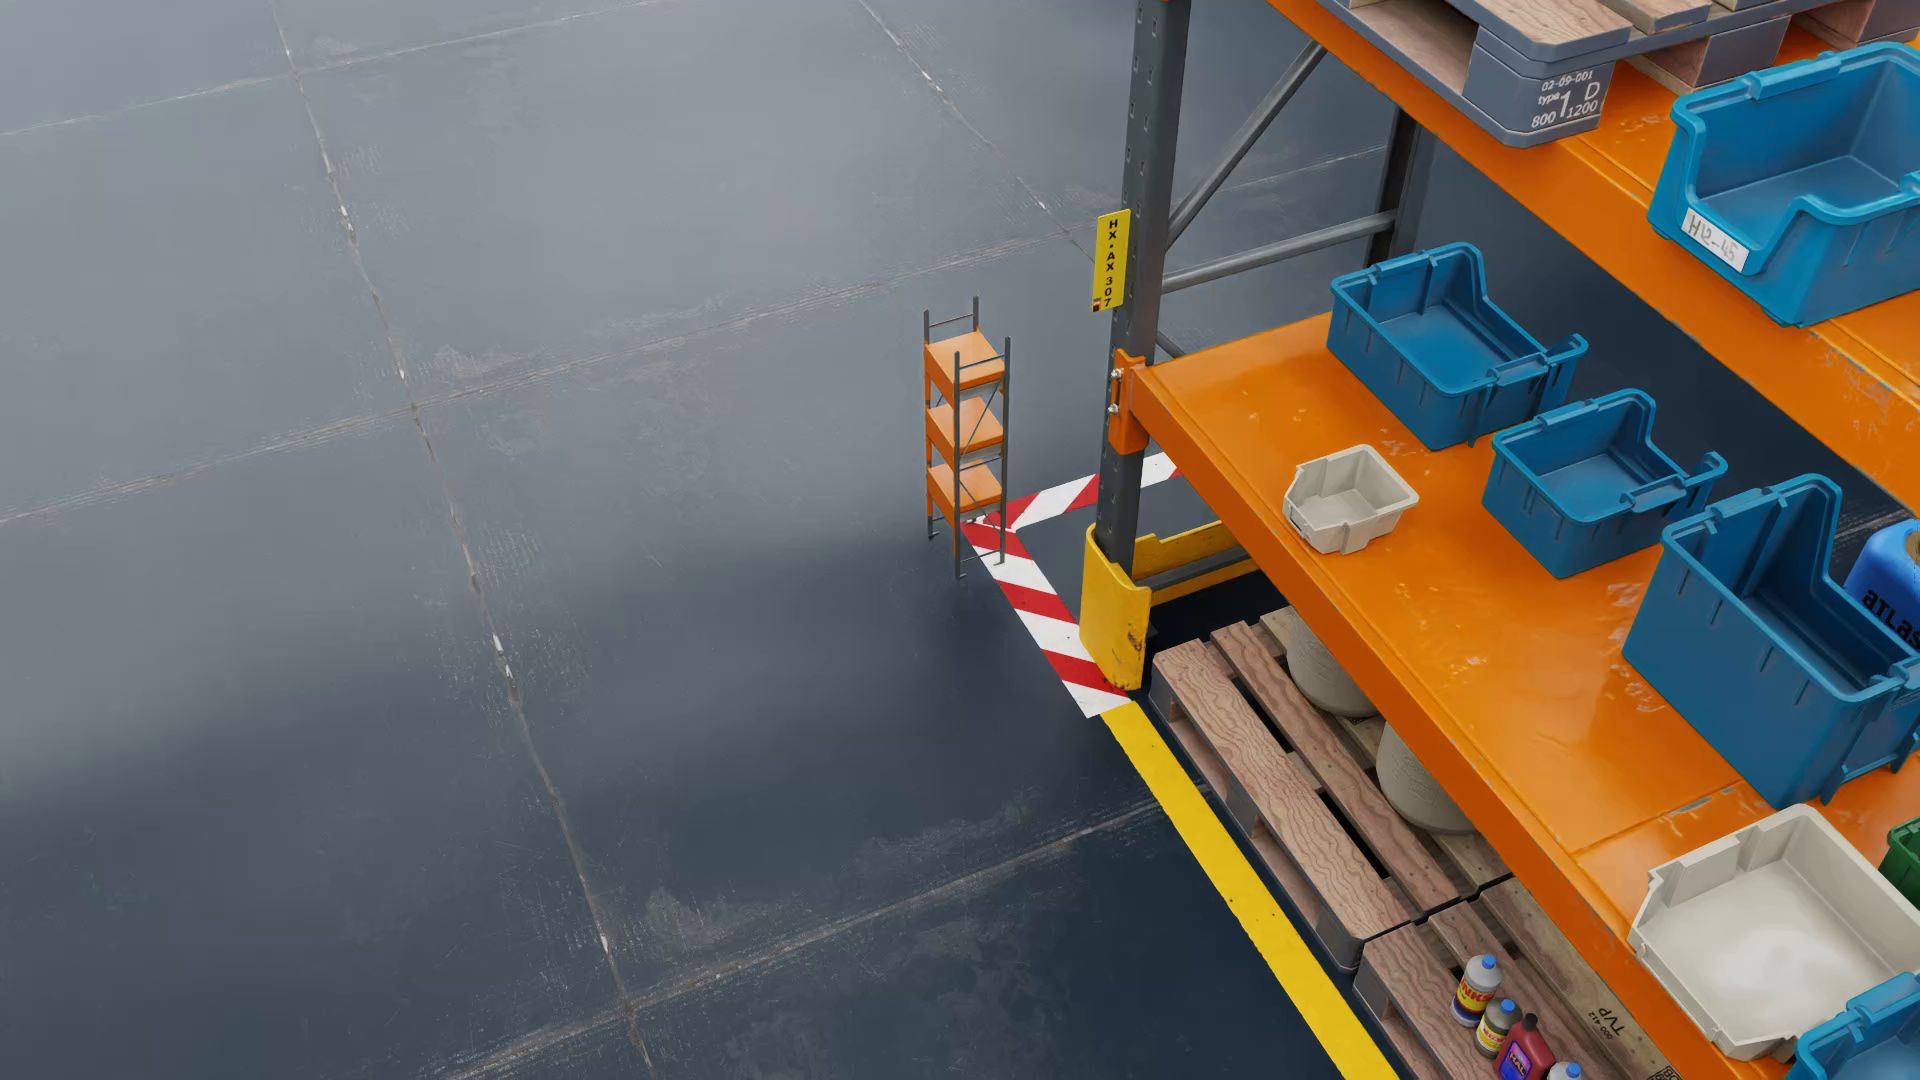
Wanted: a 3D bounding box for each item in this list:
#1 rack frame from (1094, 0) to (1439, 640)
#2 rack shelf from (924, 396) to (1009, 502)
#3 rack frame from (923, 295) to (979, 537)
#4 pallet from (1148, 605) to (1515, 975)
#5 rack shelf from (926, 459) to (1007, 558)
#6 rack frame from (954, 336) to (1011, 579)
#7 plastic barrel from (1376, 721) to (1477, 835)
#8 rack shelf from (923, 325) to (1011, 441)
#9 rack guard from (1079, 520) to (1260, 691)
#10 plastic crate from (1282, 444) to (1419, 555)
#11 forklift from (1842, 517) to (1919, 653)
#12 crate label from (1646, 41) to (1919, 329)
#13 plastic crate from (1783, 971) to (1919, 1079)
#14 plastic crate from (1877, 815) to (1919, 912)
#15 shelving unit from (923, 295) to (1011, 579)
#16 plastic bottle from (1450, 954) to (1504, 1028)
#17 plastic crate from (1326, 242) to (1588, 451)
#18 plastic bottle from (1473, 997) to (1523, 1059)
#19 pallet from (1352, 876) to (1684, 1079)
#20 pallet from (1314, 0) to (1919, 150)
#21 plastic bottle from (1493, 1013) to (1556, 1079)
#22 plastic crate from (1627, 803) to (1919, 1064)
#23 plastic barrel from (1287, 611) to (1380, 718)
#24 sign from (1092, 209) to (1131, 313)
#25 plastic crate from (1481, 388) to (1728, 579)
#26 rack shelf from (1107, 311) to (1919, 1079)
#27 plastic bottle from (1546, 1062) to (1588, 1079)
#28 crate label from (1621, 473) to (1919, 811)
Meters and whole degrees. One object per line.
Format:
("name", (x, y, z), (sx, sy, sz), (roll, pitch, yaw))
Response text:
("rack frame", (0.929, -0.850, 4.976), (1.000, 3.000, 0.127), (-18, 47, -17))
("rack shelf", (0.022, -0.332, 5.854), (0.215, 0.259, 0.240), (-18, 47, -17))
("rack frame", (-0.029, -0.417, 5.925), (0.200, 1.050, 0.008), (-18, 47, -17))
("pallet", (1.340, 0.696, 5.394), (1.003, 0.211, 1.213), (-18, 47, -17))
("rack shelf", (0.022, -0.134, 6.049), (0.215, 0.259, 0.240), (-18, 47, -17))
("rack frame", (0.073, -0.262, 5.768), (0.200, 1.050, 0.008), (-18, 47, -17))
("plastic barrel", (1.486, 0.602, 4.977), (0.421, 0.512, 0.421), (0, 45, 0))
("rack shelf", (0.022, -0.534, 5.655), (0.215, 0.259, 0.240), (-18, 47, -17))
("rack guard", (1.003, 0.074, 5.819), (1.175, 0.500, 0.348), (-18, 47, -17))
("plastic crate", (1.013, -0.091, 4.394), (0.298, 0.136, 0.250), (-18, 47, -17))
("forklift", (3.628, 0.520, 3.636), (1.130, 2.935, 3.031), (-17, 47, -17))
("crate label", (1.416, -0.575, 2.667), (0.502, 0.251, 0.408), (-18, 47, -17))
("plastic crate", (1.899, 1.127, 3.078), (0.499, 0.251, 0.616), (-18, 47, -17))
("plastic crate", (2.296, 0.826, 3.428), (0.450, 0.188, 0.662), (-18, 47, -17))
("shelving unit", (0.022, -0.340, 5.847), (0.215, 1.050, 0.252), (-18, 47, -17))
("plastic bottle", (1.408, 1.212, 4.516), (0.097, 0.271, 0.097), (0, 45, 0))
("plastic crate", (1.411, -0.567, 4.795), (0.499, 0.251, 0.616), (-18, 47, -17))
("plastic bottle", (1.452, 1.303, 4.473), (0.097, 0.201, 0.097), (0, 45, 0))
("pallet", (1.849, 1.472, 4.607), (1.003, 0.211, 1.213), (-18, 47, -17))
("pallet", (1.188, -1.295, 3.425), (1.003, 0.211, 1.213), (-18, 47, -17))
("plastic bottle", (1.487, 1.357, 4.360), (0.061, 0.283, 0.133), (-17, 47, -17))
("plastic crate", (1.698, 0.833, 3.458), (0.530, 0.136, 0.437), (-18, 47, -17))
("plastic barrel", (1.275, 0.283, 5.300), (0.421, 0.512, 0.421), (0, 45, 0))
("sign", (0.428, -0.789, 4.717), (0.100, 0.325, 0.005), (-18, 47, -17))
("plastic crate", (1.679, -0.151, 4.374), (0.499, 0.251, 0.408), (-18, 47, -17))
("rack shelf", (1.770, 0.680, 3.937), (1.077, 0.370, 4.000), (-18, 47, -17))
("plastic bottle", (1.553, 1.430, 4.294), (0.097, 0.271, 0.097), (0, 45, 0))
("crate label", (1.948, 0.230, 3.856), (0.502, 0.435, 0.616), (-18, 47, -17))
